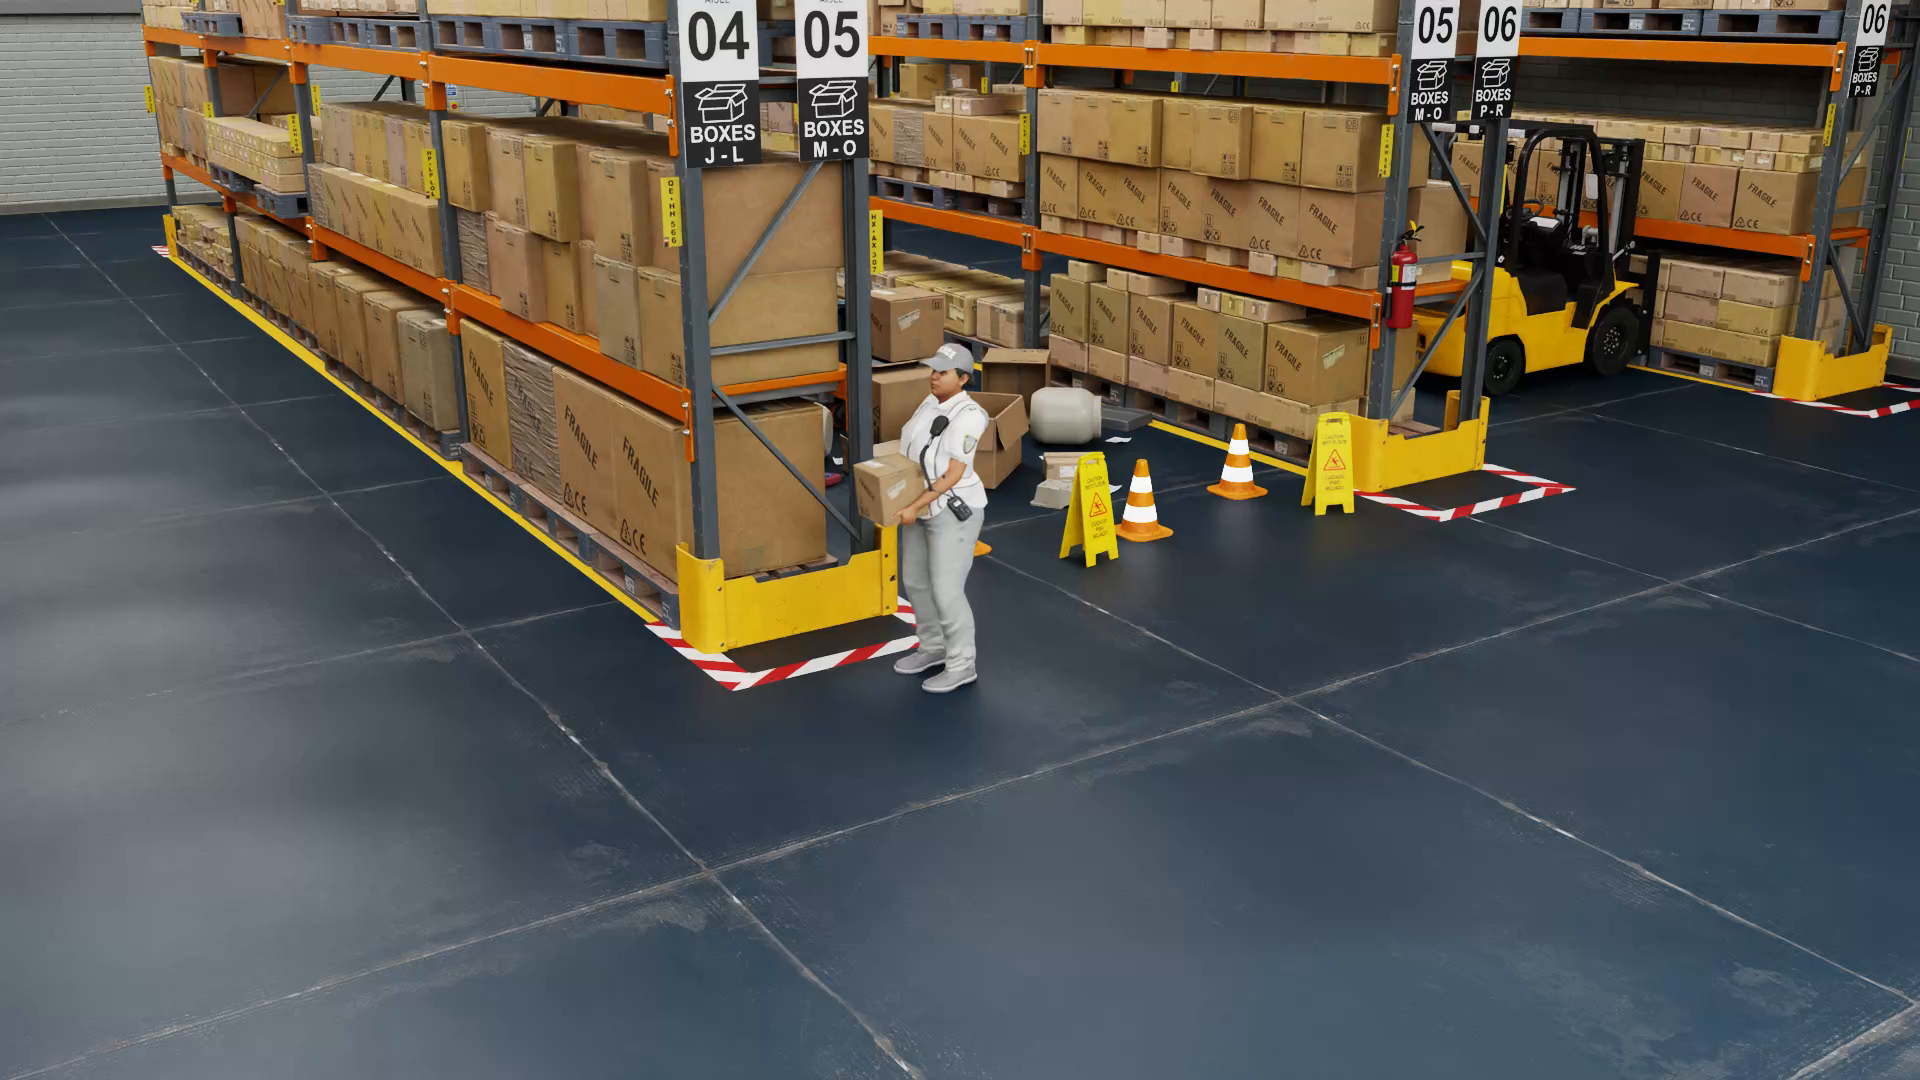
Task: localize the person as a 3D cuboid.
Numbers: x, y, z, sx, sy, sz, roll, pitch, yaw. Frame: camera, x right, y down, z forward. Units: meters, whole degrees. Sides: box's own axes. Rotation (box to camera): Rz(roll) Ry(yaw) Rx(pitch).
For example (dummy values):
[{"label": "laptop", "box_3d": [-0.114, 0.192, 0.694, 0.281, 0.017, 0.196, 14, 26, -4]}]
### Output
[{"label": "person", "box_3d": [-0.159, -0.105, 7.888, 0.522, 1.653, 0.453, -11, 21, -30]}]
